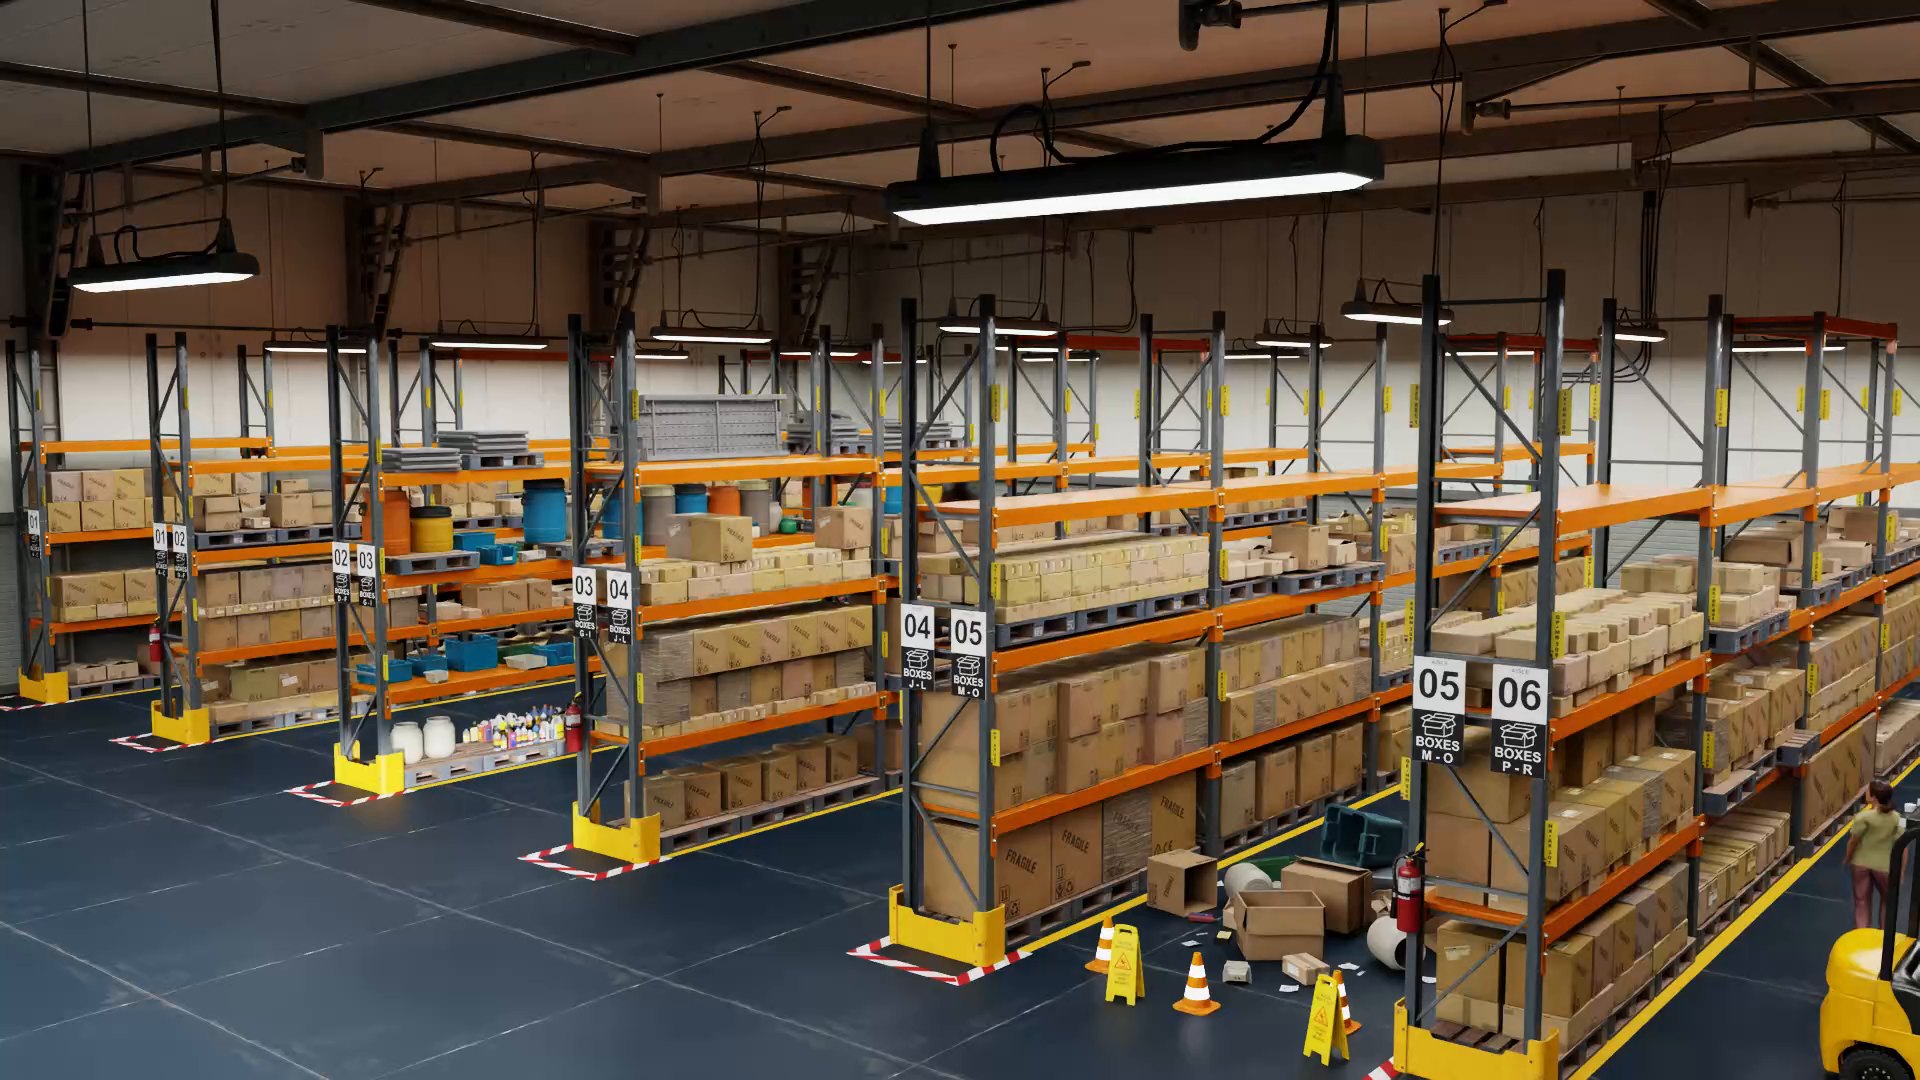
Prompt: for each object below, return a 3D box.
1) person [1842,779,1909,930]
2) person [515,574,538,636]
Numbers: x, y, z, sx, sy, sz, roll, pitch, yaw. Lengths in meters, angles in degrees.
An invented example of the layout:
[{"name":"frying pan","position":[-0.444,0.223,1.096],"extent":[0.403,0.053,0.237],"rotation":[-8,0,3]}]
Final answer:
[{"name":"person","position":[8.233,2.982,14.976],"extent":[0.529,1.693,0.676],"rotation":[4,6,36]},{"name":"person","position":[-8.441,1.395,32.178],"extent":[0.590,1.773,0.418],"rotation":[-1,5,-6]}]
